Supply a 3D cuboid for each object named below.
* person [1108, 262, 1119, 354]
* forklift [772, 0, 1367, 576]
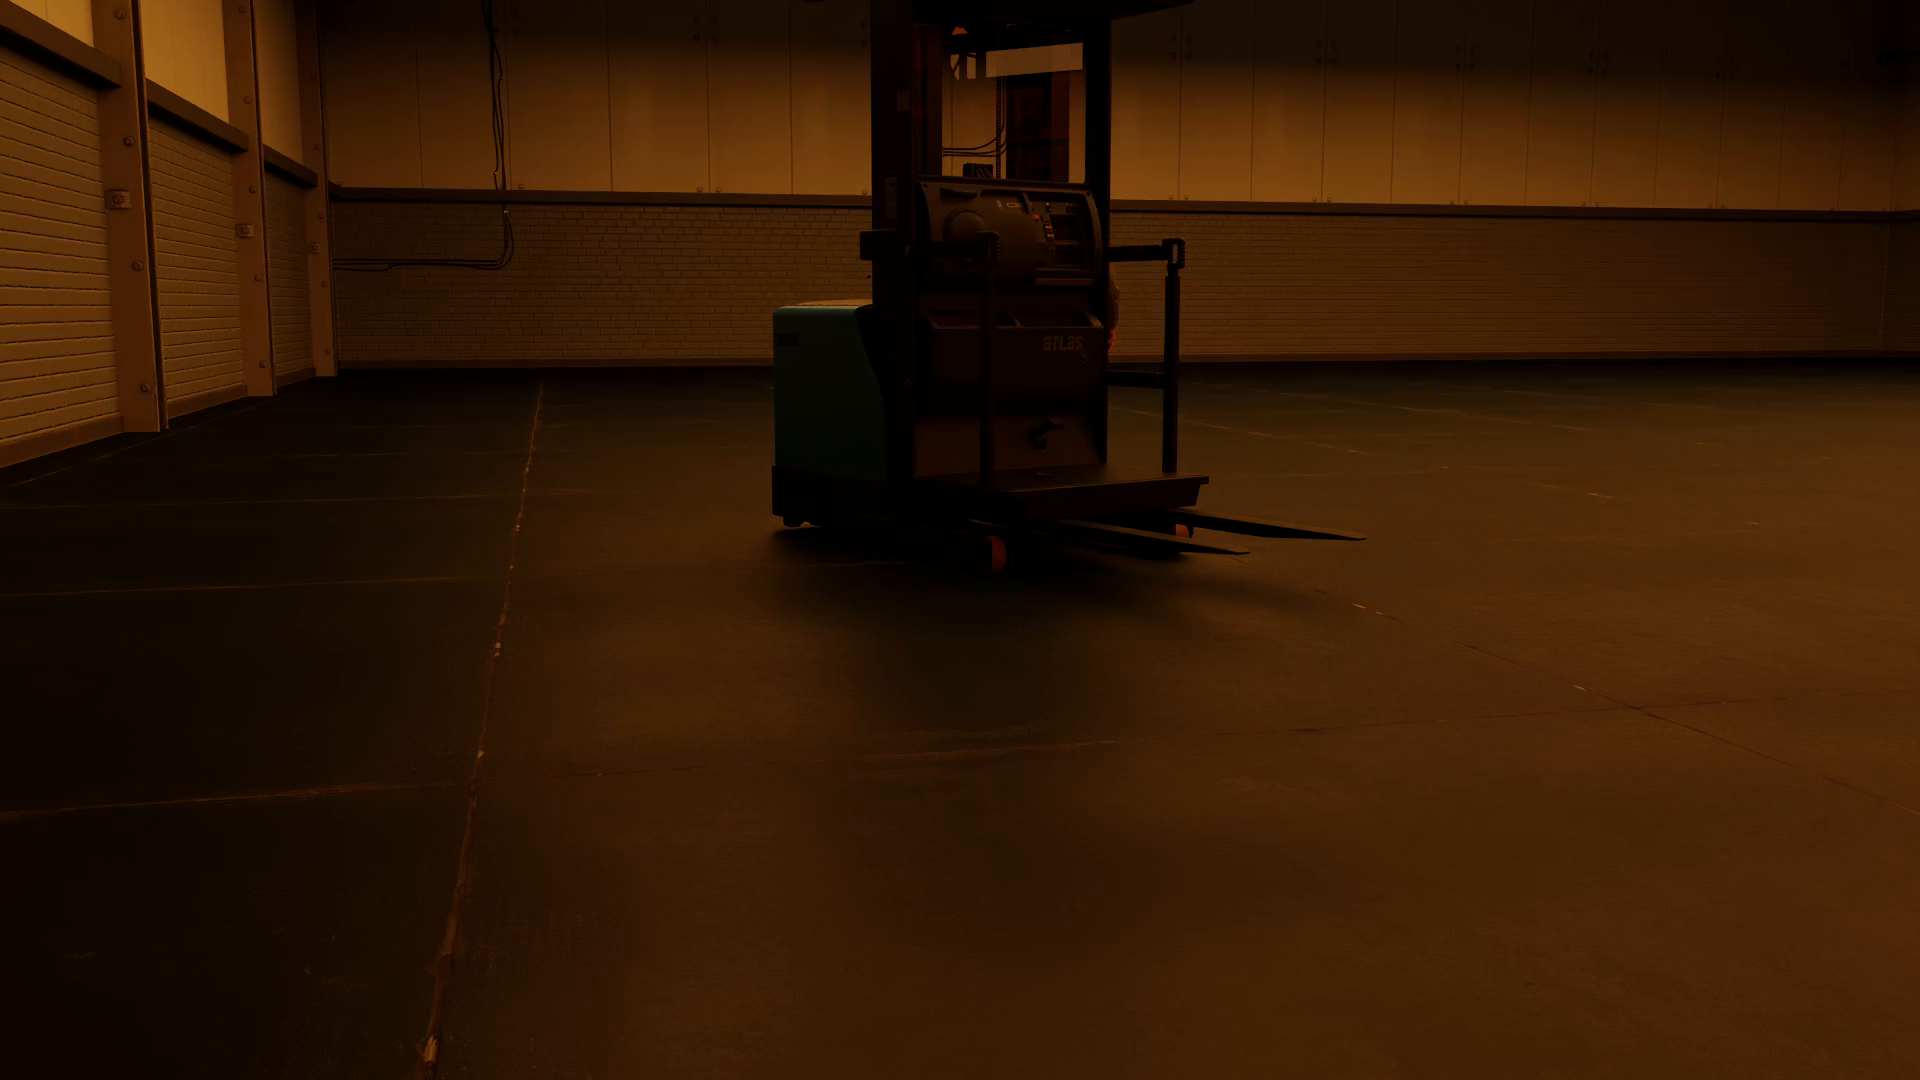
[{"bbox_3d":[0.692,-1.285,10.625,0.633,1.721,0.567,-2,8,-12],"label":"person"},{"bbox_3d":[0.355,-1.383,7.015,1.130,2.935,3.031,-6,10,-35],"label":"forklift"}]
